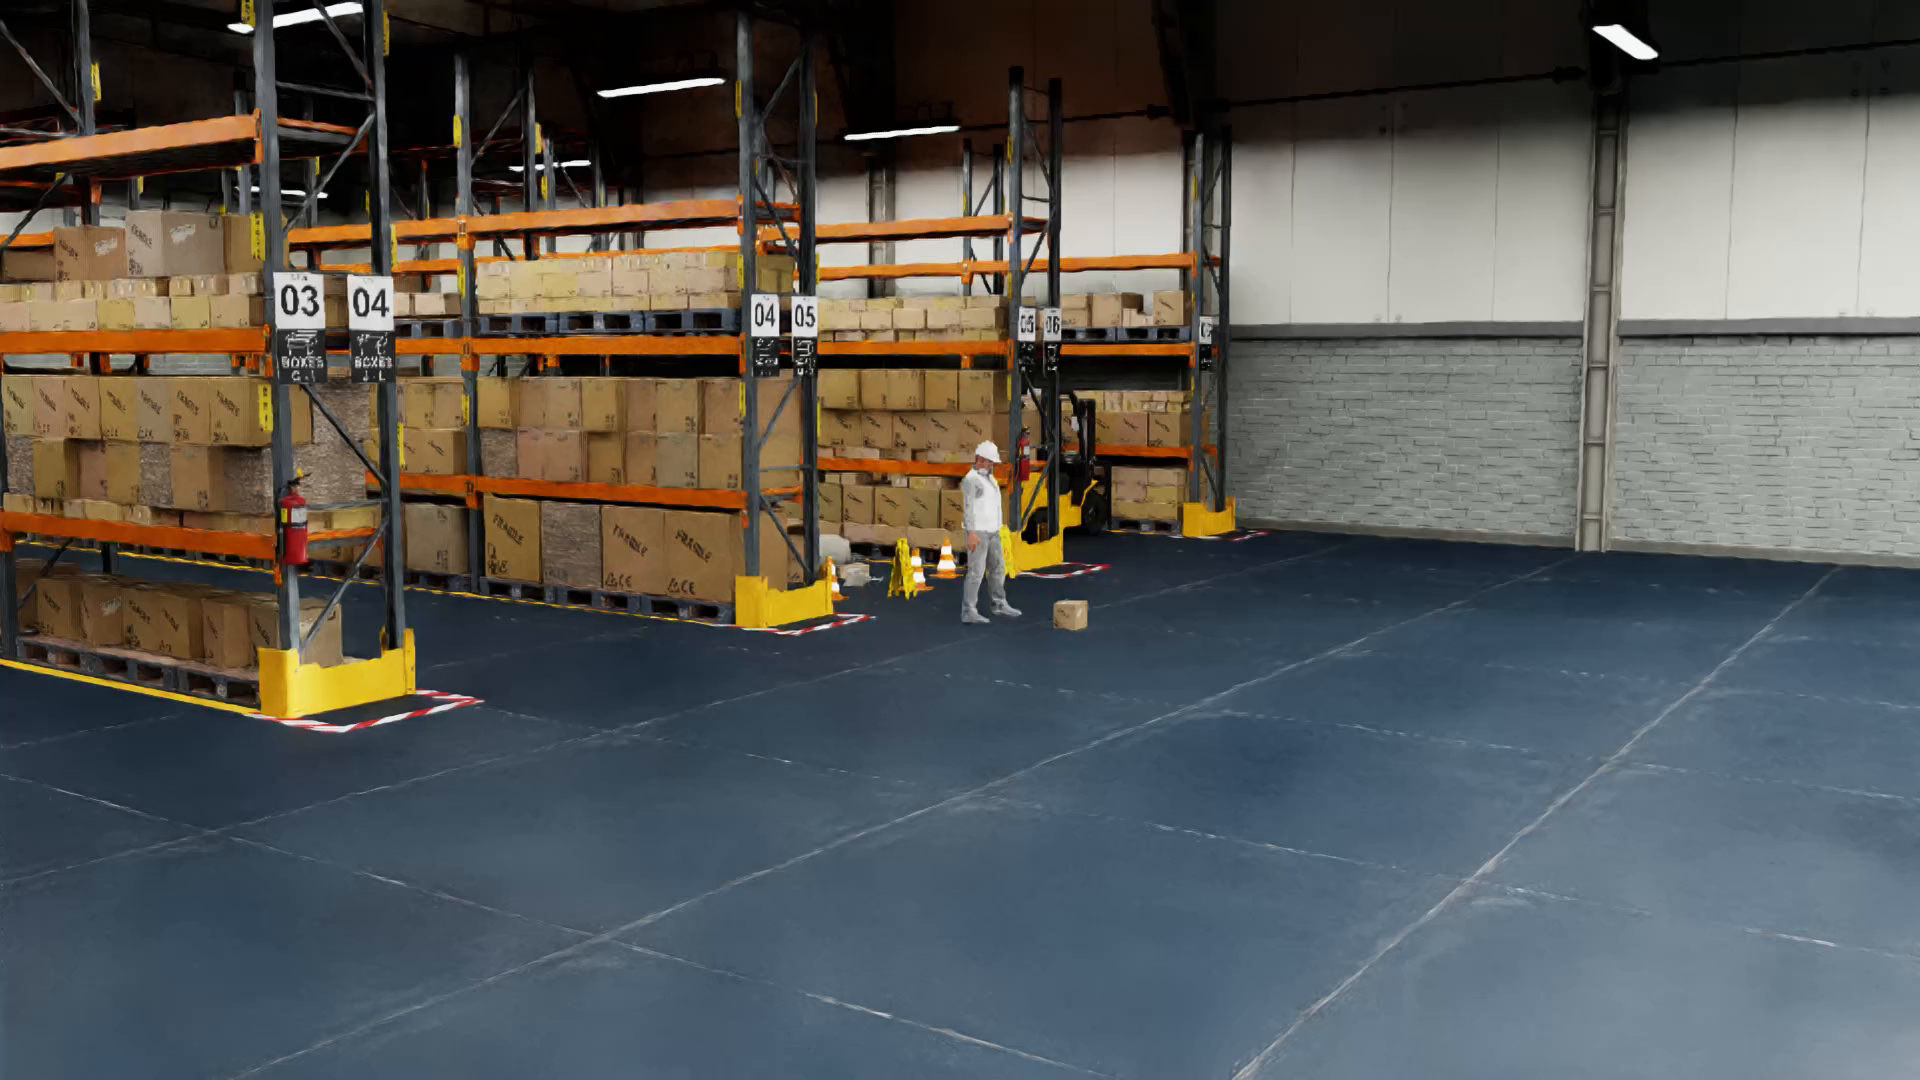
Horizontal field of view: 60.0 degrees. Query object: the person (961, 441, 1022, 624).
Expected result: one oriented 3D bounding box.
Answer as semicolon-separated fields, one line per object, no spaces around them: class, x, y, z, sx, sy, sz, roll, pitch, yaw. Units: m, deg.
person;0.287;-0.092;16.331;0.469;1.765;0.701;3;7;22
